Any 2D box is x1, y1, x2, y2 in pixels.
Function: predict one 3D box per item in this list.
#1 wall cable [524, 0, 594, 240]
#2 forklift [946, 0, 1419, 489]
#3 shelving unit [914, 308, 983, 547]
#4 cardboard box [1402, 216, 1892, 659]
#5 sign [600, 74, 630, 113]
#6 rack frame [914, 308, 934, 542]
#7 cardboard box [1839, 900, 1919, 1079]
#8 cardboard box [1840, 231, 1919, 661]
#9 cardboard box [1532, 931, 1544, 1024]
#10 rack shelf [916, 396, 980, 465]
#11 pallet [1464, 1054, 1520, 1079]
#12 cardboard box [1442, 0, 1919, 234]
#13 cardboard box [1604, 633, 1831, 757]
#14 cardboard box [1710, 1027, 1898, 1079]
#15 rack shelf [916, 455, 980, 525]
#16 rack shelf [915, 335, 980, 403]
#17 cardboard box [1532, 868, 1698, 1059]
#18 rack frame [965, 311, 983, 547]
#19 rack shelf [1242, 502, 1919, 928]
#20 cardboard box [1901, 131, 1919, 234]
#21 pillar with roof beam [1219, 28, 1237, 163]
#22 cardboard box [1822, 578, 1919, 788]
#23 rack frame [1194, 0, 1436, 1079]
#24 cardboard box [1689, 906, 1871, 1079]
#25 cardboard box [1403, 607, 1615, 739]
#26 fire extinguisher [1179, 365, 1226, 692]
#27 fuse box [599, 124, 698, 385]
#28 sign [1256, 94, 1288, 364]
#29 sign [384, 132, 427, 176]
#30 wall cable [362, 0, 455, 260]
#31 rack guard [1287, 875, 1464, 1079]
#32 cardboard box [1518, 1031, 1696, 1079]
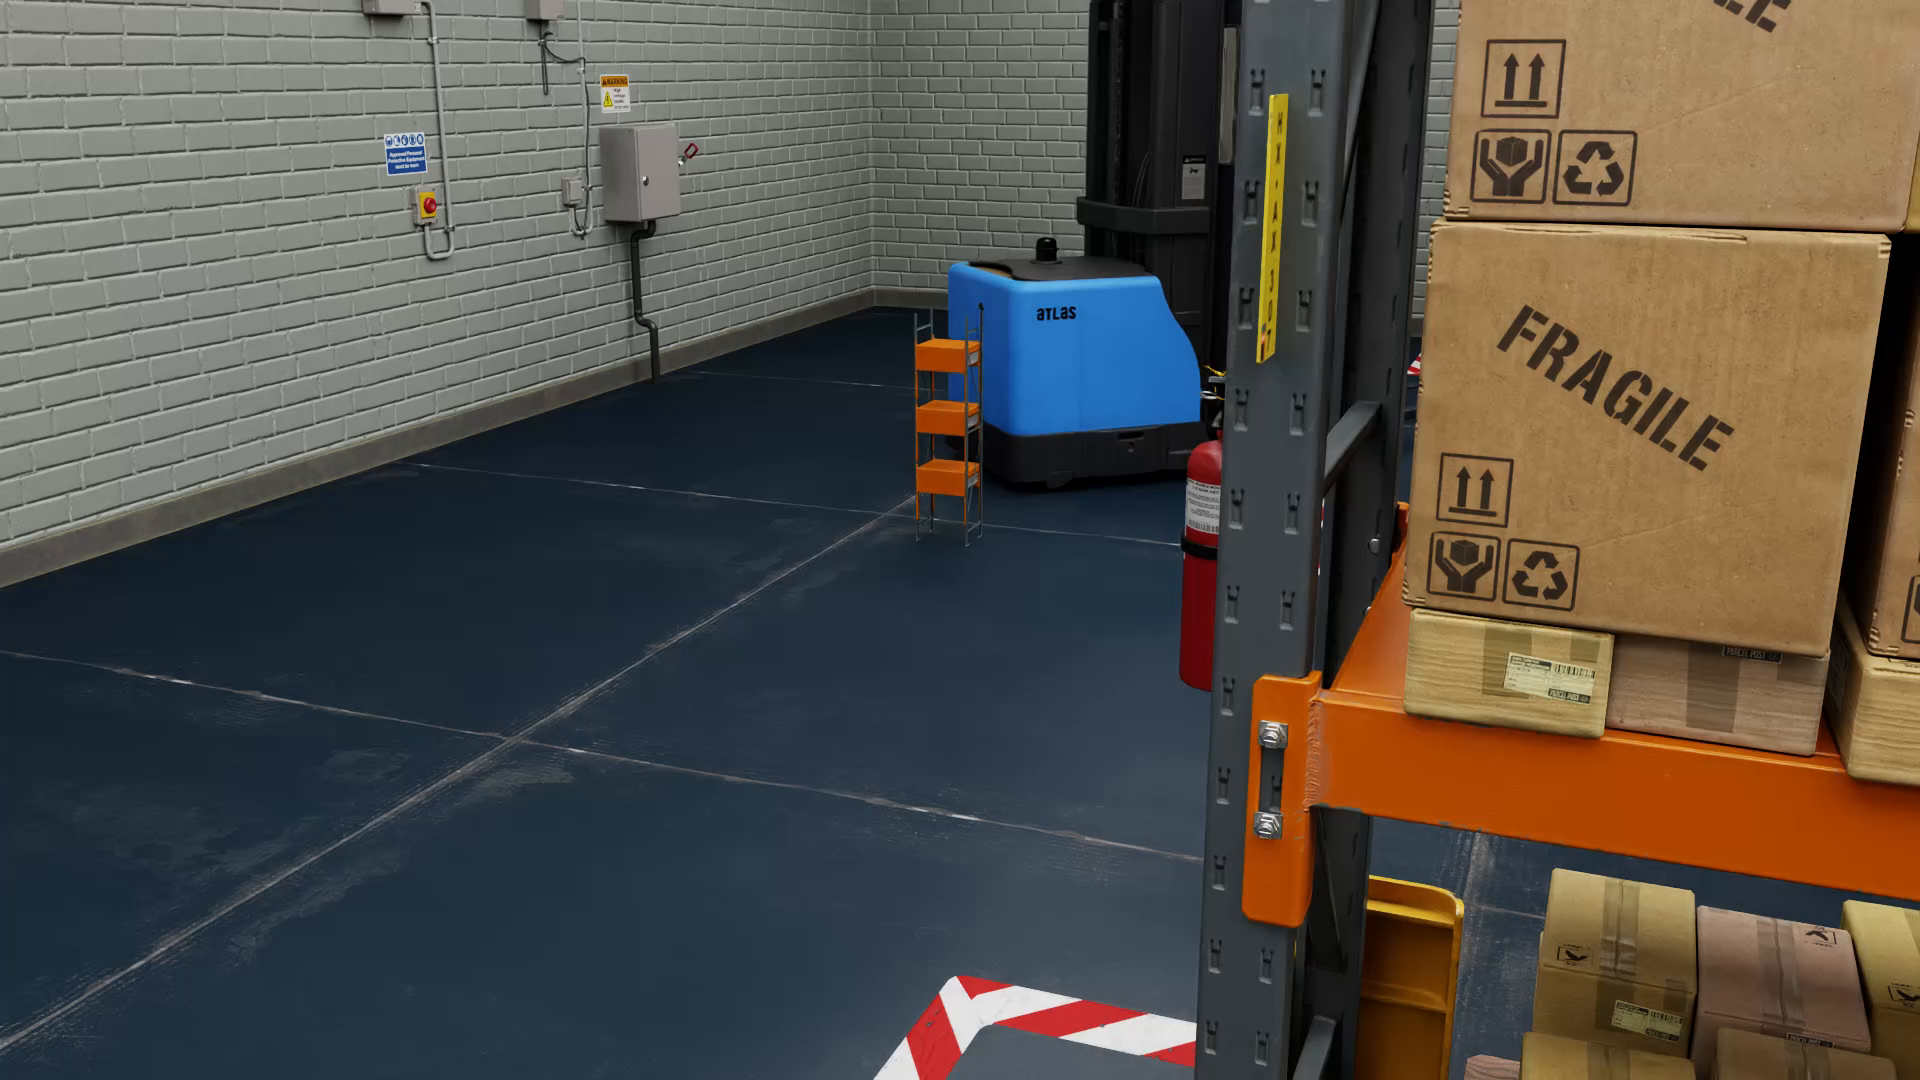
[{"bbox_3d":[-2.432,-2.836,10.240,0.122,1.984,0.588,6,17,21],"label":"wall cable"},{"bbox_3d":[1.493,-1.908,8.990,3.031,2.935,1.130,-6,17,-20],"label":"forklift"},{"bbox_3d":[-0.050,-0.510,7.546,0.252,1.050,0.215,6,17,21],"label":"shelving unit"},{"bbox_3d":[0.907,-0.187,2.226,0.500,0.500,0.500,7,18,23],"label":"cardboard box"},{"bbox_3d":[-2.248,-2.912,10.844,0.001,0.242,0.339,6,17,21],"label":"sign"},{"bbox_3d":[-0.163,-0.522,7.589,0.008,1.050,0.200,6,17,21],"label":"rack frame"},{"bbox_3d":[1.676,0.790,2.865,0.250,0.149,0.380,6,17,19],"label":"cardboard box"},{"bbox_3d":[1.414,-0.139,2.060,0.500,0.500,0.500,6,17,21],"label":"cardboard box"},{"bbox_3d":[1.186,0.890,3.053,0.250,0.149,0.380,6,17,19],"label":"cardboard box"},{"bbox_3d":[-0.050,-0.499,7.549,0.240,0.259,0.215,6,17,21],"label":"rack shelf"},{"bbox_3d":[1.404,1.325,2.731,1.213,0.211,1.003,6,17,21],"label":"pallet"},{"bbox_3d":[0.911,-0.670,2.096,0.500,0.500,0.500,6,17,20],"label":"cardboard box"},{"bbox_3d":[1.024,0.140,2.262,0.250,0.149,0.380,7,18,23],"label":"cardboard box"},{"bbox_3d":[1.254,0.906,2.465,0.250,0.149,0.380,7,17,22],"label":"cardboard box"},{"bbox_3d":[-0.050,-0.233,7.627,0.240,0.259,0.215,6,17,21],"label":"rack shelf"},{"bbox_3d":[-0.050,-0.772,7.470,0.240,0.259,0.215,6,17,21],"label":"rack shelf"},{"bbox_3d":[1.176,0.756,2.982,0.250,0.149,0.380,6,17,21],"label":"cardboard box"},{"bbox_3d":[0.064,-0.497,7.503,0.008,1.050,0.200,6,17,21],"label":"rack frame"},{"bbox_3d":[2.451,0.436,2.082,4.000,0.370,1.077,6,17,21],"label":"rack shelf"},{"bbox_3d":[1.383,-0.620,1.924,0.500,0.500,0.500,7,18,22],"label":"cardboard box"},{"bbox_3d":[0.374,-4.970,8.653,0.400,9.000,9.100,6,17,21],"label":"pillar with roof beam"},{"bbox_3d":[1.254,0.181,2.119,0.250,0.149,0.380,6,17,19],"label":"cardboard box"},{"bbox_3d":[0.589,-0.113,2.683,0.053,2.616,0.949,6,17,21],"label":"rack frame"},{"bbox_3d":[1.389,0.797,2.842,0.250,0.149,0.380,7,17,22],"label":"cardboard box"},{"bbox_3d":[0.772,0.125,2.314,0.250,0.149,0.380,6,17,20],"label":"cardboard box"},{"bbox_3d":[0.526,-0.043,3.250,0.183,0.674,0.296,6,17,21],"label":"fire extinguisher"},{"bbox_3d":[-2.035,-1.890,11.115,0.414,1.711,0.539,6,17,21],"label":"fuse box"},{"bbox_3d":[0.392,-0.389,2.081,0.005,0.325,0.100,6,17,21],"label":"sign"},{"bbox_3d":[-3.016,-2.103,9.051,0.001,0.218,0.327,6,17,21],"label":"sign"},{"bbox_3d":[-2.941,-2.482,8.964,0.123,1.953,0.585,6,17,21],"label":"wall cable"},{"bbox_3d":[0.661,1.094,3.008,0.348,0.500,1.175,6,17,21],"label":"rack guard"},{"bbox_3d":[0.953,0.909,2.454,0.250,0.149,0.380,5,17,18],"label":"cardboard box"}]
